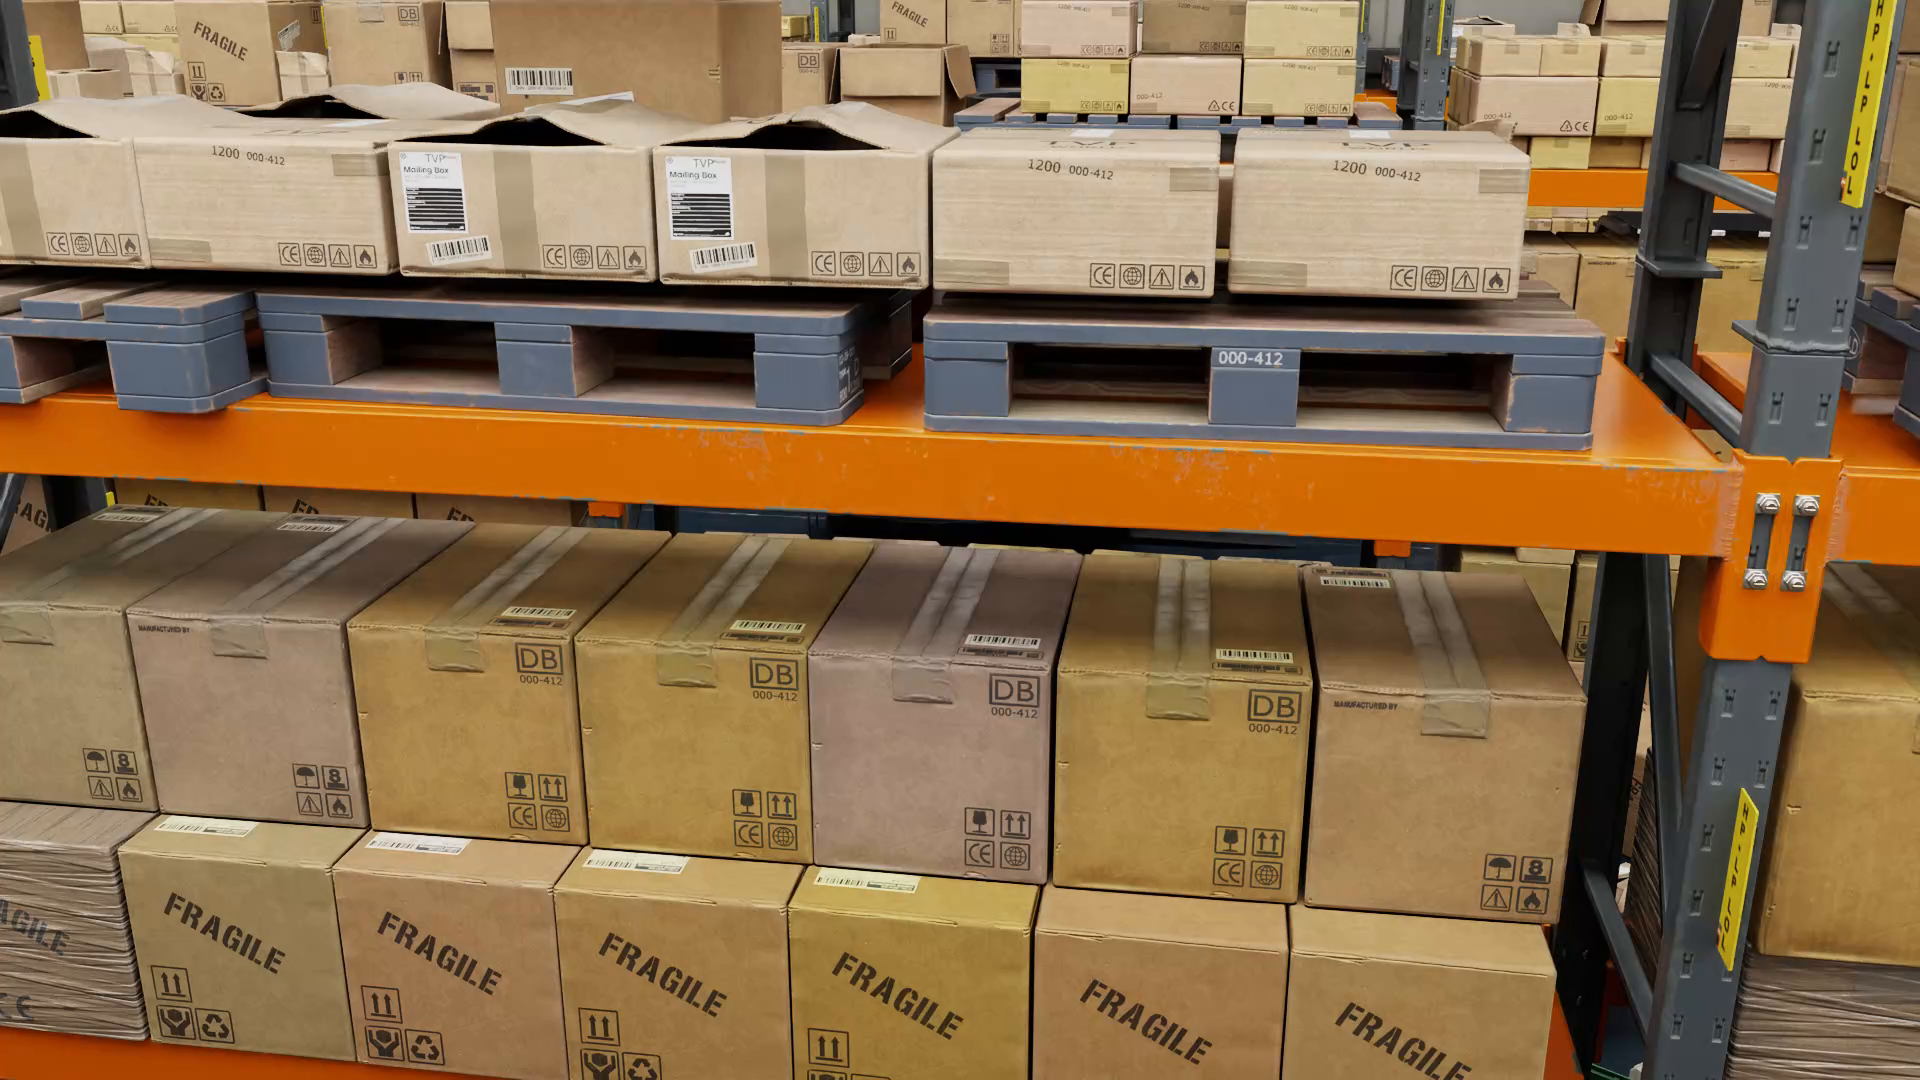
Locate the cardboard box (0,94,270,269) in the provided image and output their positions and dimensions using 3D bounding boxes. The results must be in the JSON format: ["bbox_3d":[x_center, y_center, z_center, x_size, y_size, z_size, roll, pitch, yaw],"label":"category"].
[{"bbox_3d":[-1.780,-0.764,3.451,0.500,0.311,0.500,3,19,9],"label":"cardboard box"}]

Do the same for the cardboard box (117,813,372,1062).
[{"bbox_3d":[-1.557,0.842,3.901,0.500,0.500,0.500,3,19,8],"label":"cardboard box"}]

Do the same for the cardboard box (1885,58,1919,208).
[{"bbox_3d":[1.928,-0.667,2.791,0.500,0.250,0.500,3,19,9],"label":"cardboard box"}]

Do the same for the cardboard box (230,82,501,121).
[{"bbox_3d":[-1.380,-0.910,3.890,0.500,0.311,0.500,3,19,9],"label":"cardboard box"}]

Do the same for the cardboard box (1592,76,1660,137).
[{"bbox_3d":[3.077,-1.958,7.468,0.500,0.250,0.500,3,19,8],"label":"cardboard box"}]

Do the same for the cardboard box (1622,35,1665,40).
[{"bbox_3d":[3.311,-2.328,7.947,0.250,0.149,0.380,3,19,10],"label":"cardboard box"}]

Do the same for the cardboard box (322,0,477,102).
[{"bbox_3d":[-2.782,-2.457,8.373,0.500,0.500,0.700,2,19,6],"label":"cardboard box"}]

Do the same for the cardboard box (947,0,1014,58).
[{"bbox_3d":[0.200,-3.963,12.715,0.500,0.500,0.700,3,19,8],"label":"cardboard box"}]

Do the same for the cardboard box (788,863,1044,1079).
[{"bbox_3d":[-0.066,0.918,3.673,0.500,0.500,0.500,3,19,9],"label":"cardboard box"}]

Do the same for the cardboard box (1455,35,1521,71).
[{"bbox_3d":[2.523,-2.331,7.953,0.250,0.149,0.380,3,19,10],"label":"cardboard box"}]

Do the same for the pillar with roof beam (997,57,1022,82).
[{"bbox_3d":[-0.243,-4.066,9.274,0.400,9.000,9.100,3,19,9],"label":"pillar with roof beam"}]

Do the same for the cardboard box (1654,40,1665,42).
[{"bbox_3d":[3.210,-2.118,7.319,0.250,0.149,0.380,3,19,8],"label":"cardboard box"}]

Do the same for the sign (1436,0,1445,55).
[{"bbox_3d":[2.091,-2.277,7.218,0.005,0.325,0.100,3,19,9],"label":"sign"}]

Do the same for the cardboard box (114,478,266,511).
[{"bbox_3d":[-4.206,-0.142,9.686,0.875,0.875,0.875,3,19,10],"label":"cardboard box"}]

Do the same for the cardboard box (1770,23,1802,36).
[{"bbox_3d":[5.791,-3.515,11.747,0.258,0.266,0.396,3,19,9],"label":"cardboard box"}]

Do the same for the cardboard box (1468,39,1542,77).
[{"bbox_3d":[2.434,-2.160,7.443,0.250,0.149,0.380,3,19,8],"label":"cardboard box"}]

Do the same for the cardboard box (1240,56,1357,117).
[{"bbox_3d":[1.575,-2.131,7.792,0.500,0.250,0.500,3,19,8],"label":"cardboard box"}]

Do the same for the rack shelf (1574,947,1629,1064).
[{"bbox_3d":[3.464,1.401,3.522,4.000,0.370,1.077,3,19,9],"label":"rack shelf"}]

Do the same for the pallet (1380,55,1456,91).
[{"bbox_3d":[3.805,-3.498,12.441,1.213,0.211,1.003,3,19,9],"label":"pallet"}]

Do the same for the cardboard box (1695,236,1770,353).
[{"bbox_3d":[3.567,-1.103,7.670,0.500,0.500,0.700,3,19,7],"label":"cardboard box"}]

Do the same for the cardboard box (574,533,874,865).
[{"bbox_3d":[-0.507,0.338,3.833,0.500,0.500,0.700,3,19,8],"label":"cardboard box"}]

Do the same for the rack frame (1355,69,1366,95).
[{"bbox_3d":[2.959,-2.152,13.007,0.127,3.000,1.000,3,19,9],"label":"rack frame"}]

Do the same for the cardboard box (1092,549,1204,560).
[{"bbox_3d":[0.946,0.390,8.891,0.625,0.372,0.950,4,19,12],"label":"cardboard box"}]

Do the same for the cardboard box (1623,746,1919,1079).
[{"bbox_3d":[1.856,0.903,3.641,0.550,0.550,0.875,3,19,9],"label":"cardboard box"}]

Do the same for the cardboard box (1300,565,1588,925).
[{"bbox_3d":[0.999,0.415,3.604,0.500,0.500,0.700,3,19,8],"label":"cardboard box"}]

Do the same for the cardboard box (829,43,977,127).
[{"bbox_3d":[-0.264,-2.202,8.265,0.637,0.503,0.797,3,19,9],"label":"cardboard box"}]

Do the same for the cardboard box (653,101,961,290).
[{"bbox_3d":[-0.276,-0.687,3.222,0.500,0.311,0.500,2,19,7],"label":"cardboard box"}]

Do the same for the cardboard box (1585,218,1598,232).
[{"bbox_3d":[4.755,-2.324,12.343,0.250,0.149,0.380,3,19,8],"label":"cardboard box"}]

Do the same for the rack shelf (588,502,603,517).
[{"bbox_3d":[-3.749,-0.557,9.376,4.000,0.370,1.077,3,19,9],"label":"rack shelf"}]

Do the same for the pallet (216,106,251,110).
[{"bbox_3d":[-3.523,-2.202,8.727,1.213,0.211,1.003,4,19,11],"label":"pallet"}]

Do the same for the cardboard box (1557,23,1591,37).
[{"bbox_3d":[4.376,-3.587,11.962,0.258,0.266,0.396,2,19,7],"label":"cardboard box"}]

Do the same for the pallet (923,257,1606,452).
[{"bbox_3d":[0.577,-0.403,3.355,1.217,0.209,0.805,2,19,6],"label":"pallet"}]

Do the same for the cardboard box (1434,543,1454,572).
[{"bbox_3d":[2.802,0.098,8.772,0.500,0.500,0.500,3,19,8],"label":"cardboard box"}]

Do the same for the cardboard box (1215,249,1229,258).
[{"bbox_3d":[1.924,-2.286,12.857,0.500,0.250,0.500,2,19,7],"label":"cardboard box"}]

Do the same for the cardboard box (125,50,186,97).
[{"bbox_3d":[-3.975,-2.356,8.438,0.258,0.266,0.396,4,19,13],"label":"cardboard box"}]

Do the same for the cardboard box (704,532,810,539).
[{"bbox_3d":[-1.218,0.281,9.217,0.625,0.372,0.950,2,19,5],"label":"cardboard box"}]

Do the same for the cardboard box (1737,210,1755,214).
[{"bbox_3d":[5.776,-2.442,12.225,0.250,0.149,0.380,3,19,9],"label":"cardboard box"}]

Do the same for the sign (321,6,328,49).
[{"bbox_3d":[-5.018,-4.052,13.143,0.005,0.325,0.100,3,19,9],"label":"sign"}]

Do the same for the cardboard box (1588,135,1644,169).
[{"bbox_3d":[2.956,-1.799,7.621,0.250,0.149,0.380,3,19,9],"label":"cardboard box"}]

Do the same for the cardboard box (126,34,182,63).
[{"bbox_3d":[-6.475,-4.045,13.705,0.500,0.250,0.500,3,19,10],"label":"cardboard box"}]

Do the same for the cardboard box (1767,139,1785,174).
[{"bbox_3d":[3.703,-1.715,7.370,0.250,0.149,0.380,3,19,8],"label":"cardboard box"}]

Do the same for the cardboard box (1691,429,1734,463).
[{"bbox_3d":[3.558,-0.628,7.827,0.500,0.500,0.500,3,19,8],"label":"cardboard box"}]

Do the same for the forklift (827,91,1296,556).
[{"bbox_3d":[0.695,-1.333,10.669,3.031,2.935,1.130,3,19,10],"label":"forklift"}]

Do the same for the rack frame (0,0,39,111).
[{"bbox_3d":[-2.460,-2.087,3.359,0.127,3.000,1.000,3,19,9],"label":"rack frame"}]

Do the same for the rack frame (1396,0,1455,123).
[{"bbox_3d":[2.175,-3.442,7.407,0.127,3.000,1.000,3,19,9],"label":"rack frame"}]

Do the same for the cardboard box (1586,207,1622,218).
[{"bbox_3d":[4.760,-2.492,12.375,0.250,0.149,0.380,3,19,9],"label":"cardboard box"}]

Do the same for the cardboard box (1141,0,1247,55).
[{"bbox_3d":[1.168,-2.561,8.289,0.500,0.250,0.500,3,19,7],"label":"cardboard box"}]

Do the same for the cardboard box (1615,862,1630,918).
[{"bbox_3d":[2.639,1.413,6.661,0.396,0.266,0.258,-11,21,-29],"label":"cardboard box"}]

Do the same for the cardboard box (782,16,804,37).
[{"bbox_3d":[-1.377,-3.959,12.821,0.250,0.149,0.380,4,19,10],"label":"cardboard box"}]

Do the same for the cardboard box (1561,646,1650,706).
[{"bbox_3d":[3.244,0.646,8.317,0.500,0.250,0.500,4,19,12],"label":"cardboard box"}]

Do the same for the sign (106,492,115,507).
[{"bbox_3d":[-2.375,0.035,4.647,0.005,0.325,0.100,3,19,9],"label":"sign"}]

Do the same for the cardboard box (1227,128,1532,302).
[{"bbox_3d":[0.767,-0.624,3.131,0.500,0.250,0.500,3,19,9],"label":"cardboard box"}]

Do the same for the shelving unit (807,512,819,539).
[{"bbox_3d":[-0.933,-0.474,11.281,0.210,0.900,0.258,-1,18,9],"label":"shelving unit"}]

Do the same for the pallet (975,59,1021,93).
[{"bbox_3d":[0.798,-3.625,12.979,1.213,0.211,1.003,4,19,11],"label":"pallet"}]

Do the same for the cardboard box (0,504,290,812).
[{"bbox_3d":[-2.018,0.262,4.059,0.500,0.500,0.700,3,19,8],"label":"cardboard box"}]

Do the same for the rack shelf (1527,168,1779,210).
[{"bbox_3d":[4.150,-1.577,7.696,4.000,0.370,1.077,3,19,9],"label":"rack shelf"}]
